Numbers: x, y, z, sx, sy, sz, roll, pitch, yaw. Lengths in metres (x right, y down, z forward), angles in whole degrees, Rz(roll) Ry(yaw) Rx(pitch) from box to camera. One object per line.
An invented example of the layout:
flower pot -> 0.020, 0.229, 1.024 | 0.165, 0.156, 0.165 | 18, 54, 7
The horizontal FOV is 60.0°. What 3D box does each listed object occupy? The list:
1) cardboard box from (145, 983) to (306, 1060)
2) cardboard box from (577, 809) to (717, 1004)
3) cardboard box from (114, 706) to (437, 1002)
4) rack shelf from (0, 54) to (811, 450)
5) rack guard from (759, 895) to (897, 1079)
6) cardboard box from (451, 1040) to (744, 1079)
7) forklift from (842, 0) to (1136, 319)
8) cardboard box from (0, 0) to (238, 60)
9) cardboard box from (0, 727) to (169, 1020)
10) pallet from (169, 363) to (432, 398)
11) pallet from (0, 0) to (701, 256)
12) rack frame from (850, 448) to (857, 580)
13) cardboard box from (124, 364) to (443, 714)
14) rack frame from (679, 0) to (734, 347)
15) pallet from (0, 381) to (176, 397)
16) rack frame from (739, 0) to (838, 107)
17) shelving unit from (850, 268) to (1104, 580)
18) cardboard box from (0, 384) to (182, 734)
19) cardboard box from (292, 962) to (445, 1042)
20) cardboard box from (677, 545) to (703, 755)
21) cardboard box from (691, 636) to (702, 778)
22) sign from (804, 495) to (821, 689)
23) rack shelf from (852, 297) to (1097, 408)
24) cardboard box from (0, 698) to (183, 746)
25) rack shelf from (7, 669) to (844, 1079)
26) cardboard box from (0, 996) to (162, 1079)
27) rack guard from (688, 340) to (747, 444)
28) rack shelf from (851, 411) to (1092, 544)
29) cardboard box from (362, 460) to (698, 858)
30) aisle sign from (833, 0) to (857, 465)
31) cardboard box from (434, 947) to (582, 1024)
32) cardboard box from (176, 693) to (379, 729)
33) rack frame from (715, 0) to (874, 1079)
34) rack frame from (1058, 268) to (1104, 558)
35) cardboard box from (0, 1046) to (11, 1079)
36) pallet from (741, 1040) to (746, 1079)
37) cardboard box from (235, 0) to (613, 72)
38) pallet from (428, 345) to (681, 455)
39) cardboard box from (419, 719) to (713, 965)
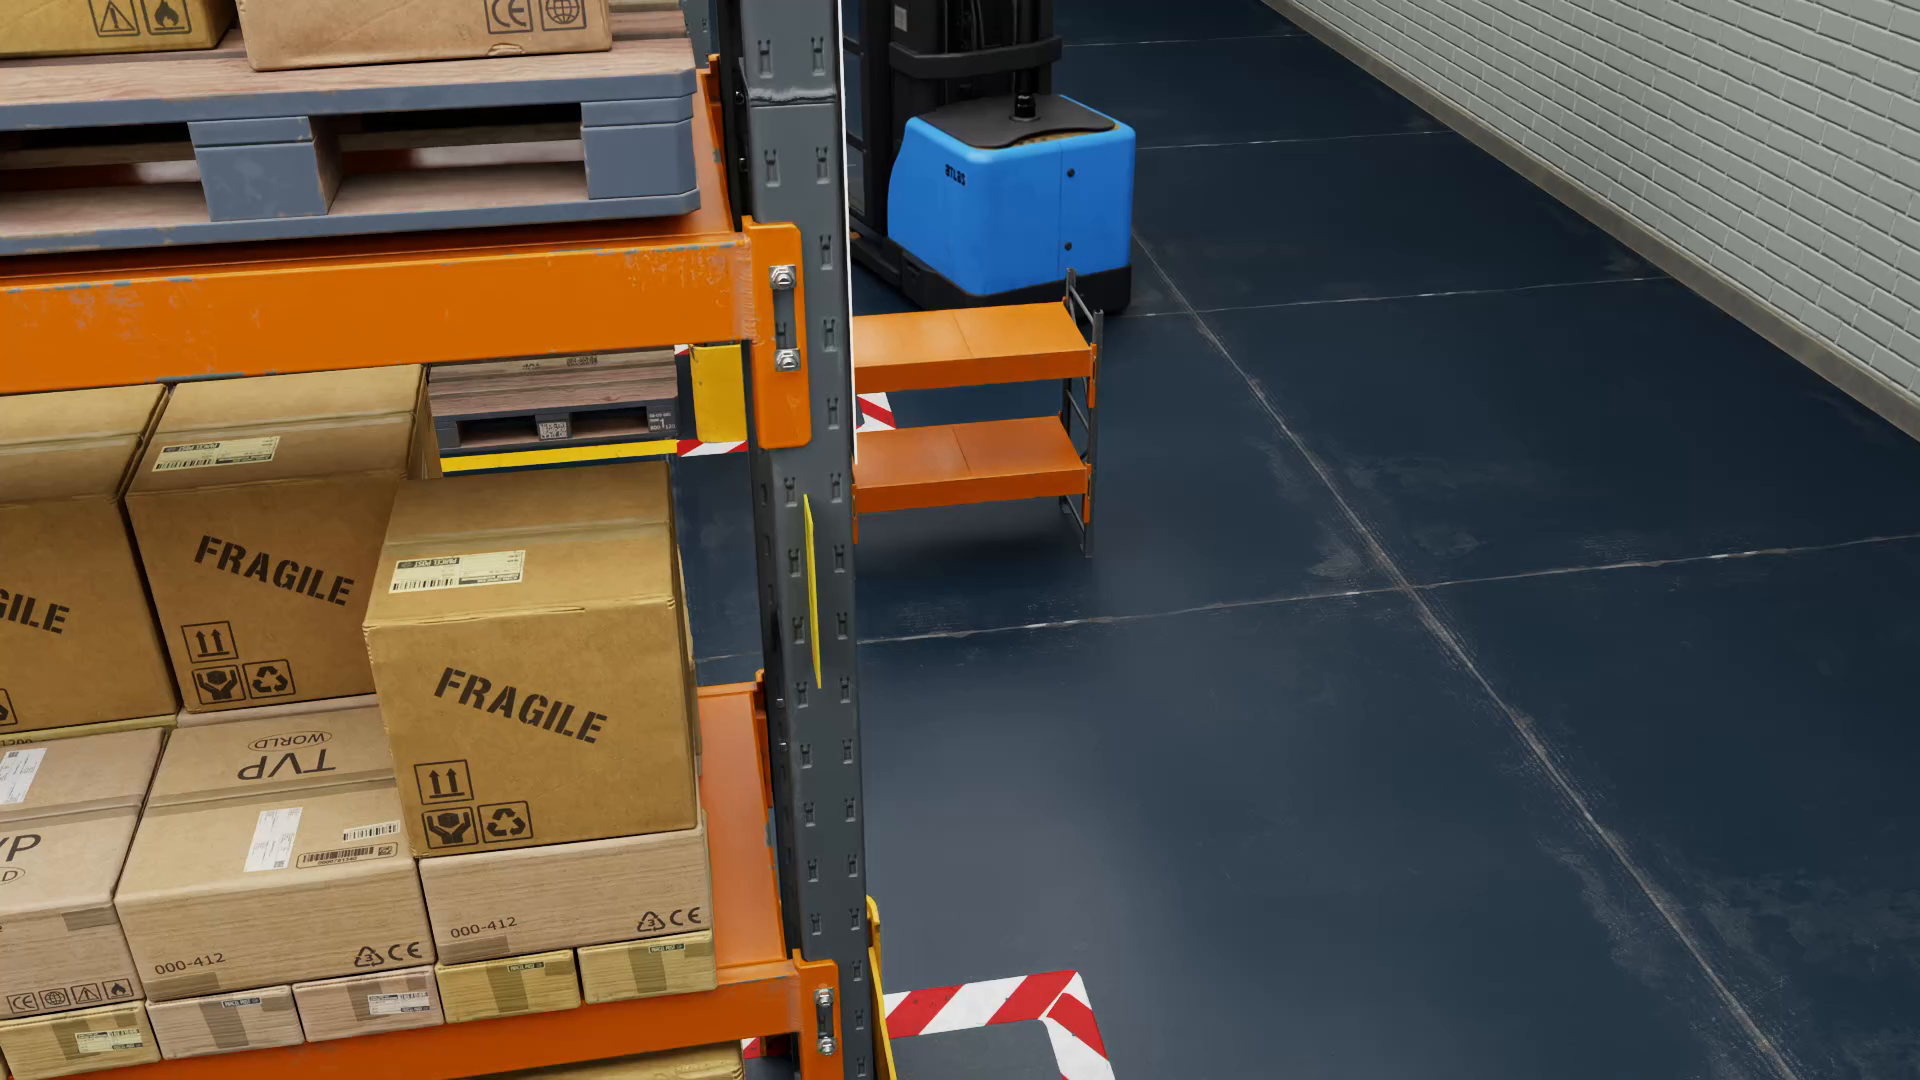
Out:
cardboard box -> -1.370, 0.791, 3.193 | 0.250, 0.149, 0.380 | -5, 31, -8
cardboard box -> -0.621, 0.722, 3.311 | 0.250, 0.149, 0.380 | -5, 31, -8
cardboard box -> -1.258, 0.576, 3.166 | 0.500, 0.250, 0.500 | -6, 31, -10
rack shelf -> -2.297, -0.383, 2.693 | 4.000, 0.370, 1.077 | -5, 31, -9
rack guard -> -0.306, 1.492, 4.219 | 0.348, 0.500, 1.175 | -5, 31, -9
cardboard box -> -0.945, 1.250, 3.847 | 0.875, 0.875, 0.875 | -5, 31, -9
forklift -> -0.180, -3.073, 9.585 | 1.130, 2.935, 3.031 | -15, 34, -24
cardboard box -> -1.407, -1.078, 2.553 | 0.500, 0.500, 0.700 | -6, 31, -11
cardboard box -> -1.758, 0.622, 3.087 | 0.500, 0.250, 0.500 | -6, 31, -11
pallet -> -3.238, -0.685, 8.207 | 1.213, 0.211, 1.003 | -5, 31, -9
pallet -> -1.058, -0.765, 2.720 | 1.213, 0.211, 1.003 | -5, 31, -9
rack frame -> -0.493, -0.439, 6.887 | 0.032, 1.125, 0.500 | -5, 31, -9
cardboard box -> -1.342, -0.015, 3.431 | 0.500, 0.500, 0.500 | -6, 31, -10
rack frame -> -1.222, -2.053, 7.781 | 0.127, 3.000, 1.000 | -5, 31, -9
pallet -> -4.440, -0.572, 8.014 | 1.213, 0.211, 1.003 | -5, 31, -9
rack frame -> -0.330, -2.169, 2.061 | 0.127, 3.000, 1.000 | -5, 31, -9
shelving unit -> 0.007, -0.486, 6.966 | 1.048, 1.125, 0.538 | -5, 31, -9
cardboard box -> -1.851, 0.035, 3.345 | 0.500, 0.500, 0.500 | -6, 31, -10
cardboard box -> -1.124, 0.769, 3.231 | 0.250, 0.149, 0.380 | -5, 31, -9
cardboard box -> -0.850, 0.262, 3.699 | 0.500, 0.250, 0.500 | -6, 31, -10
cardboard box -> -0.738, 0.393, 3.870 | 0.250, 0.149, 0.380 | -5, 31, -8
sign -> -0.246, 0.087, 2.766 | 0.005, 0.325, 0.100 | -5, 31, -9
rack shelf -> 0.007, -0.738, 6.818 | 1.000, 0.278, 0.538 | -5, 31, -9
cardboard box -> -1.855, 0.357, 3.537 | 0.500, 0.250, 0.500 | -6, 31, -11
rack shelf -> -2.297, 0.910, 3.454 | 4.000, 0.370, 1.077 | -5, 31, -9
cardboard box -> -1.625, 0.816, 3.151 | 0.250, 0.149, 0.380 | -6, 31, -10
rack guard -> -1.201, -0.984, 8.430 | 0.348, 0.500, 1.175 | -5, 31, -9
rack shelf -> 0.007, -0.275, 7.090 | 1.000, 0.278, 0.538 | -5, 31, -9
cardboard box -> -0.762, 0.206, 3.056 | 0.500, 0.500, 0.500 | -5, 31, -8
aisle sign -> -0.205, -0.561, 2.680 | 0.004, 0.787, 0.394 | -5, 31, -9
cardboard box -> -0.876, 0.746, 3.269 | 0.250, 0.149, 0.380 | -5, 31, -8
cardboard box -> -1.361, 0.313, 3.612 | 0.500, 0.250, 0.500 | -6, 31, -10
rack frame -> -0.330, 0.417, 3.582 | 0.127, 3.000, 1.000 | -5, 31, -9
rack frame -> 0.507, -0.532, 7.045 | 0.032, 1.125, 0.500 | -5, 31, -9
cardboard box -> -1.880, 0.840, 3.110 | 0.250, 0.149, 0.380 | -5, 31, -9
pallet -> -1.102, 1.731, 4.098 | 1.213, 0.211, 1.003 | -5, 31, -9
cardboard box -> -0.832, -1.069, 2.538 | 0.500, 0.500, 0.700 | -7, 31, -12
pallet -> -2.040, -0.795, 8.393 | 1.213, 0.211, 1.003 | -5, 31, -9
cardboard box -> -0.759, 0.530, 3.244 | 0.500, 0.250, 0.500 | -6, 31, -10
